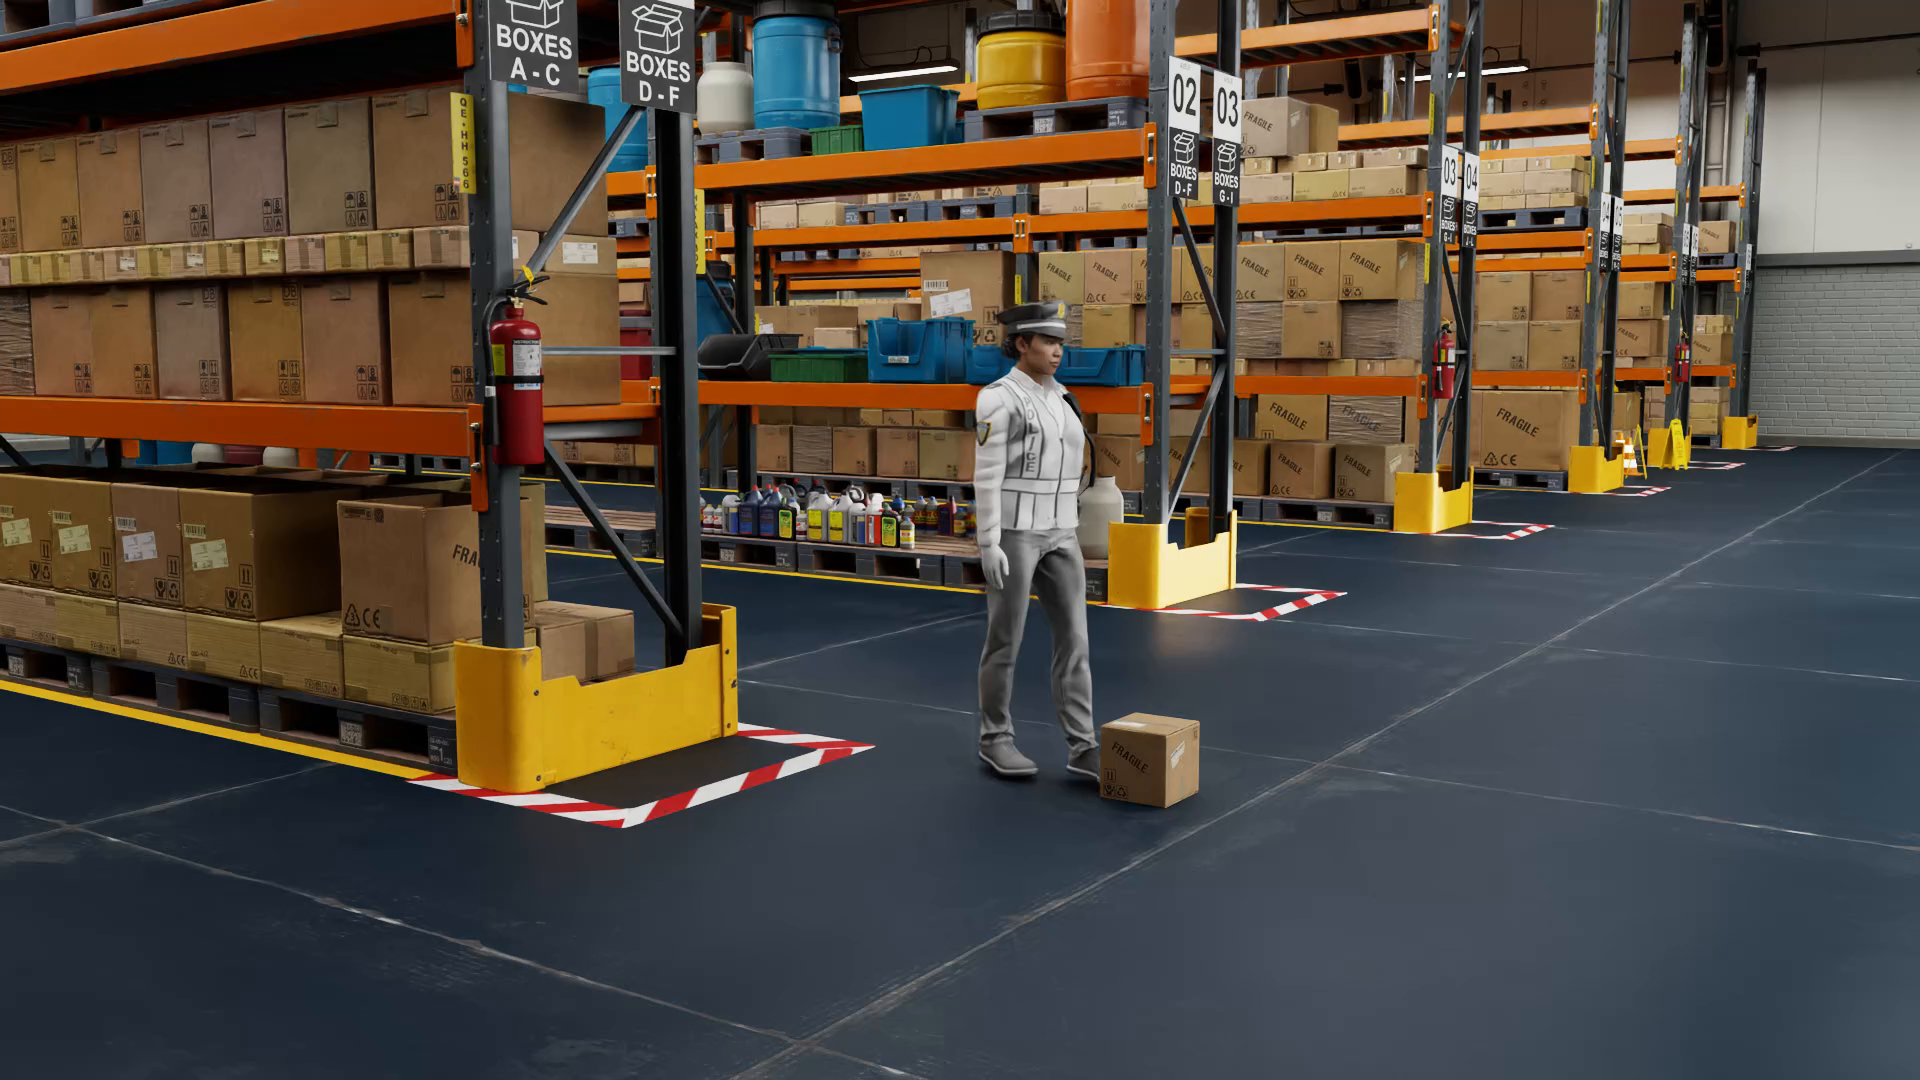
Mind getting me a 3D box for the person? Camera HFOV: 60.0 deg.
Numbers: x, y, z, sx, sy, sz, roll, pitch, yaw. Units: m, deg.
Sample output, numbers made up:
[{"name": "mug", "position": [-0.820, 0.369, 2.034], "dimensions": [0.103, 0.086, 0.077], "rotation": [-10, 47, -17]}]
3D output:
[{"name": "person", "position": [0.307, 0.008, 5.776], "dimensions": [0.503, 1.668, 0.611], "rotation": [-6, 8, -41]}]
